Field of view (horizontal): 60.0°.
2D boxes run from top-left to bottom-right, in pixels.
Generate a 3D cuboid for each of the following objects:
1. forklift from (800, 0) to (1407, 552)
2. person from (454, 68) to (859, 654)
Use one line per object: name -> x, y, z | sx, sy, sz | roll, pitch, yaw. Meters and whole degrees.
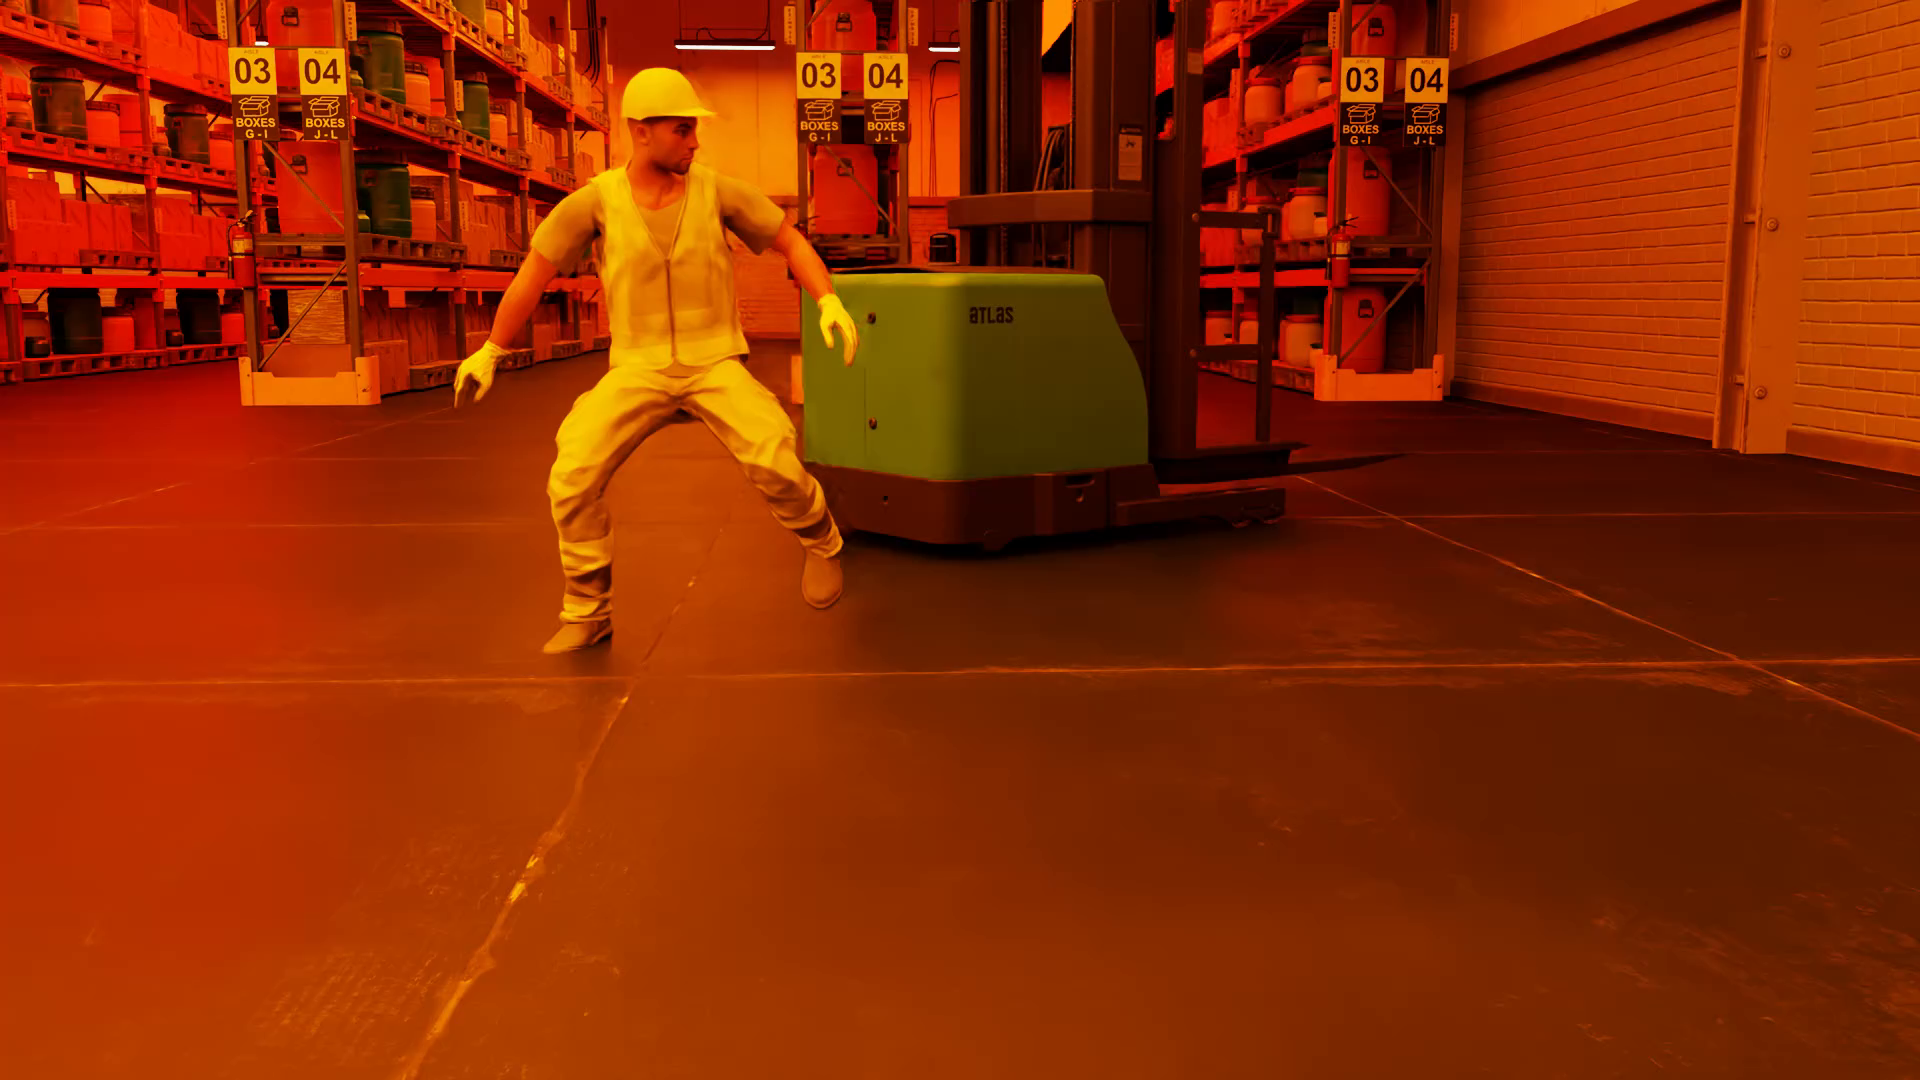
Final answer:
forklift -> 0.803, -1.554, 7.294 | 3.031, 2.935, 1.130 | -7, 11, -38
person -> -0.870, -0.497, 4.786 | 1.158, 1.655, 0.505 | -1, 8, -7
